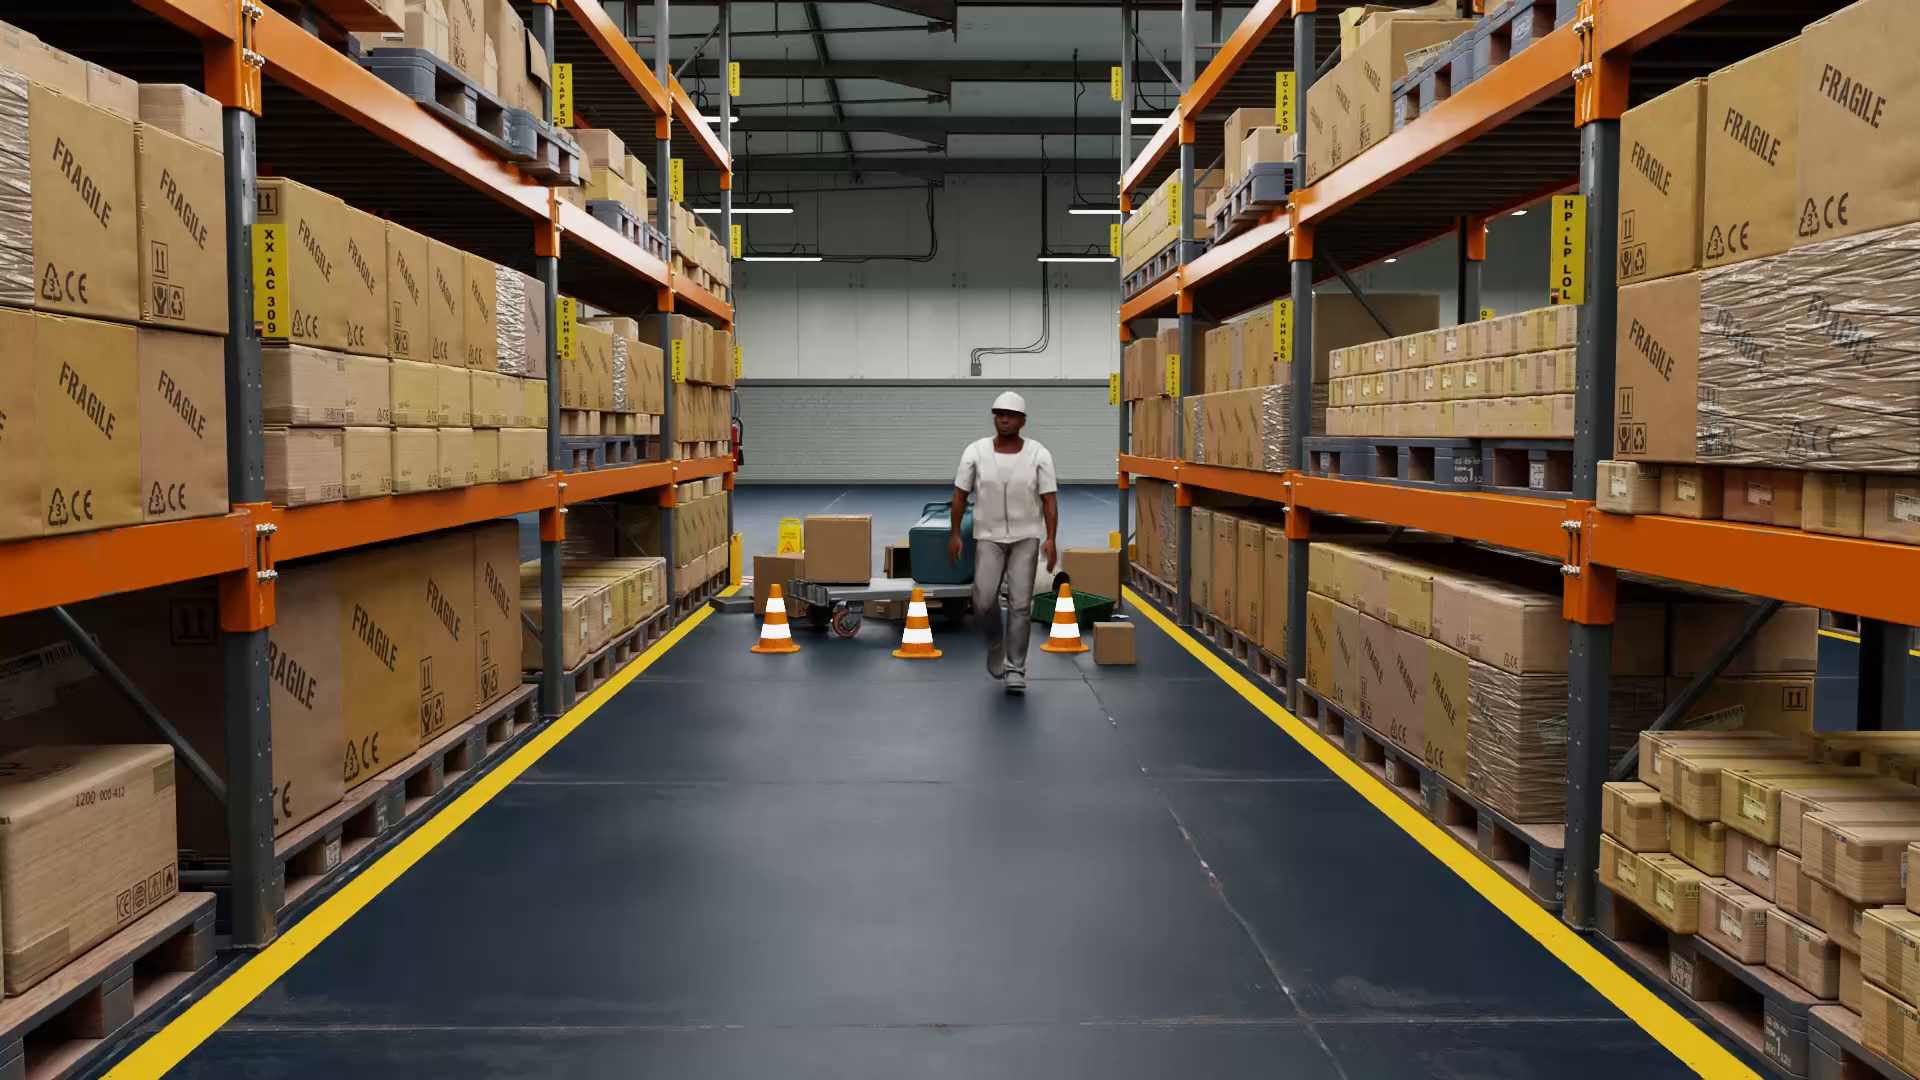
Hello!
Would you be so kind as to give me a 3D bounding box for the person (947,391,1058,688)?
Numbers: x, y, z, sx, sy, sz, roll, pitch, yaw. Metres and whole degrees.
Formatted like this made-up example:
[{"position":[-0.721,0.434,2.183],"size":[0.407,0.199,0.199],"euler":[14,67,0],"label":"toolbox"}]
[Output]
[{"position":[0.252,-0.001,9.863],"size":[0.657,1.751,0.555],"euler":[0,4,3],"label":"person"}]
